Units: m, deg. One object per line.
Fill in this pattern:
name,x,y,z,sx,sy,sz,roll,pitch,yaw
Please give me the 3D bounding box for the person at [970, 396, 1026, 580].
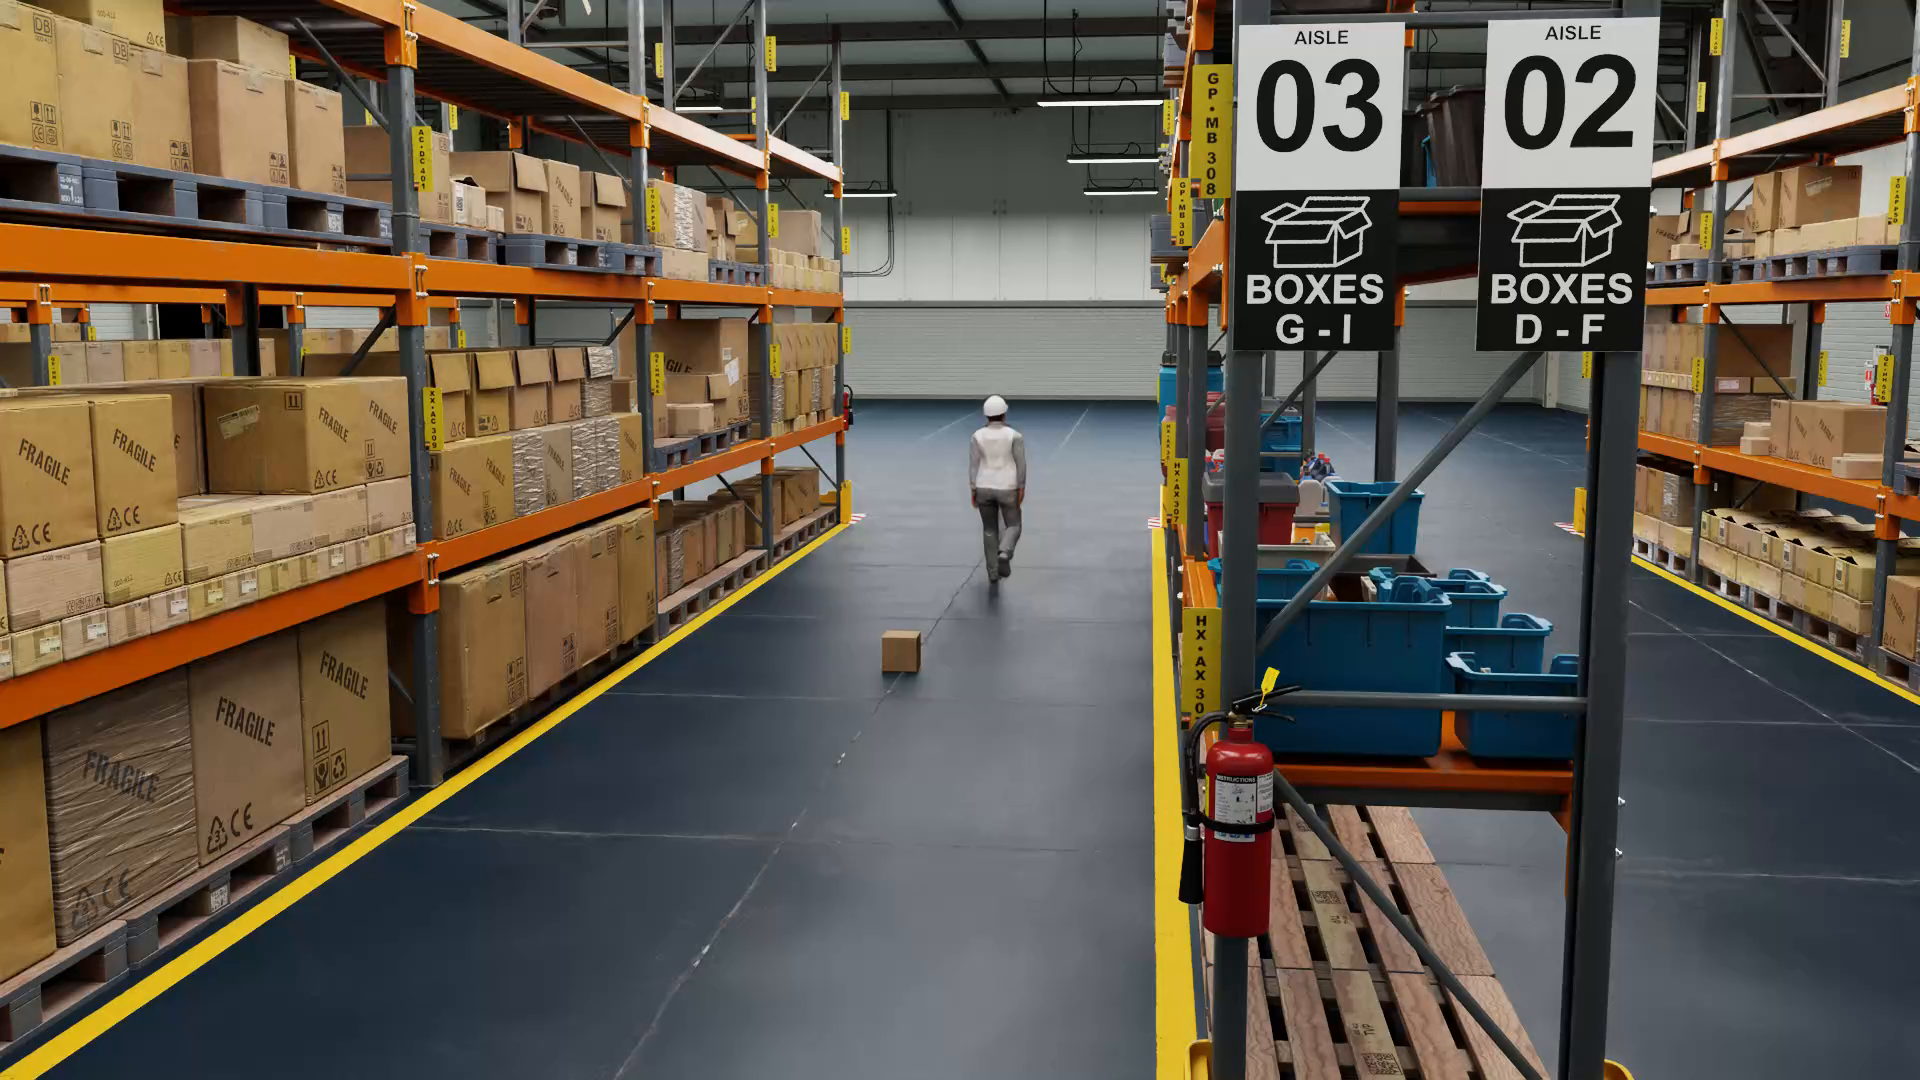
person,0.361,-0.482,15.721,0.541,1.755,0.641,1,8,10
